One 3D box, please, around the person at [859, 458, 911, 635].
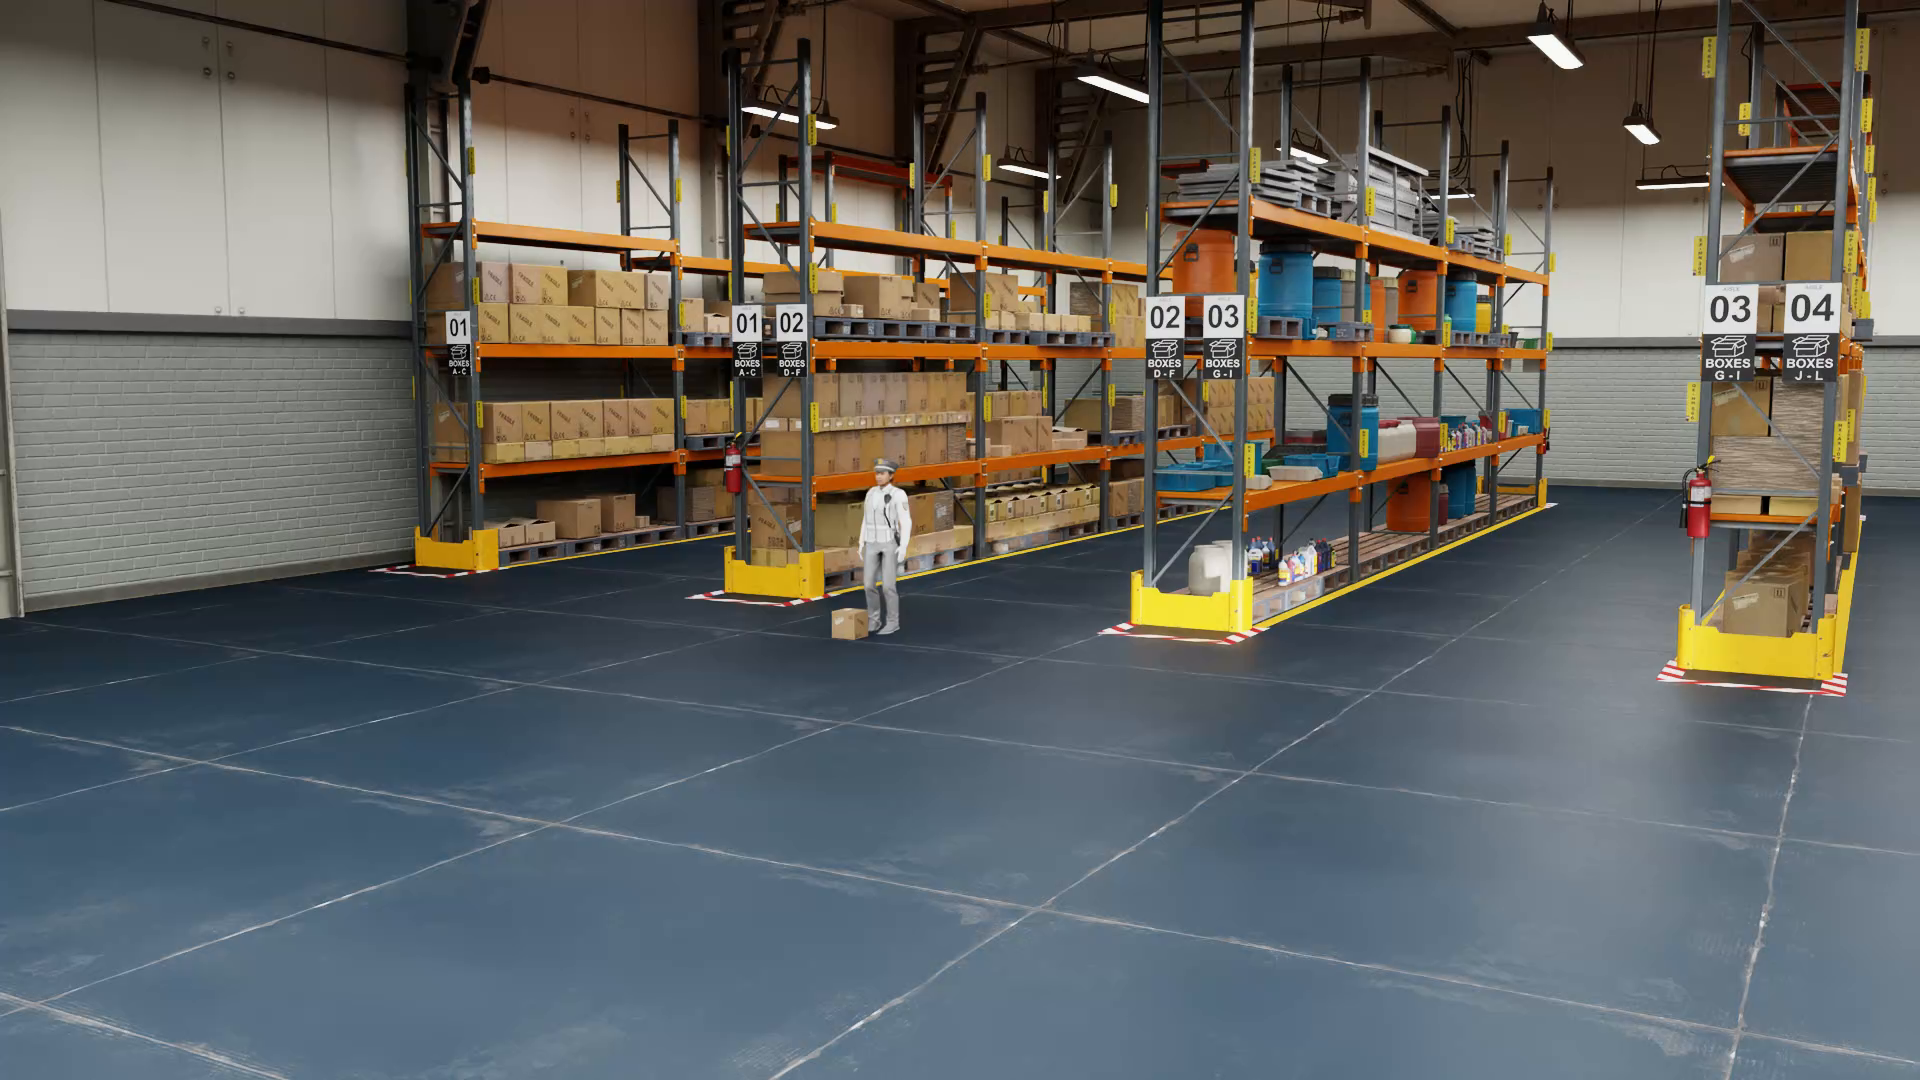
[{"bbox_3d":[-0.714,0.093,15.847,0.568,1.759,0.347,3,7,28],"label":"person"}]
